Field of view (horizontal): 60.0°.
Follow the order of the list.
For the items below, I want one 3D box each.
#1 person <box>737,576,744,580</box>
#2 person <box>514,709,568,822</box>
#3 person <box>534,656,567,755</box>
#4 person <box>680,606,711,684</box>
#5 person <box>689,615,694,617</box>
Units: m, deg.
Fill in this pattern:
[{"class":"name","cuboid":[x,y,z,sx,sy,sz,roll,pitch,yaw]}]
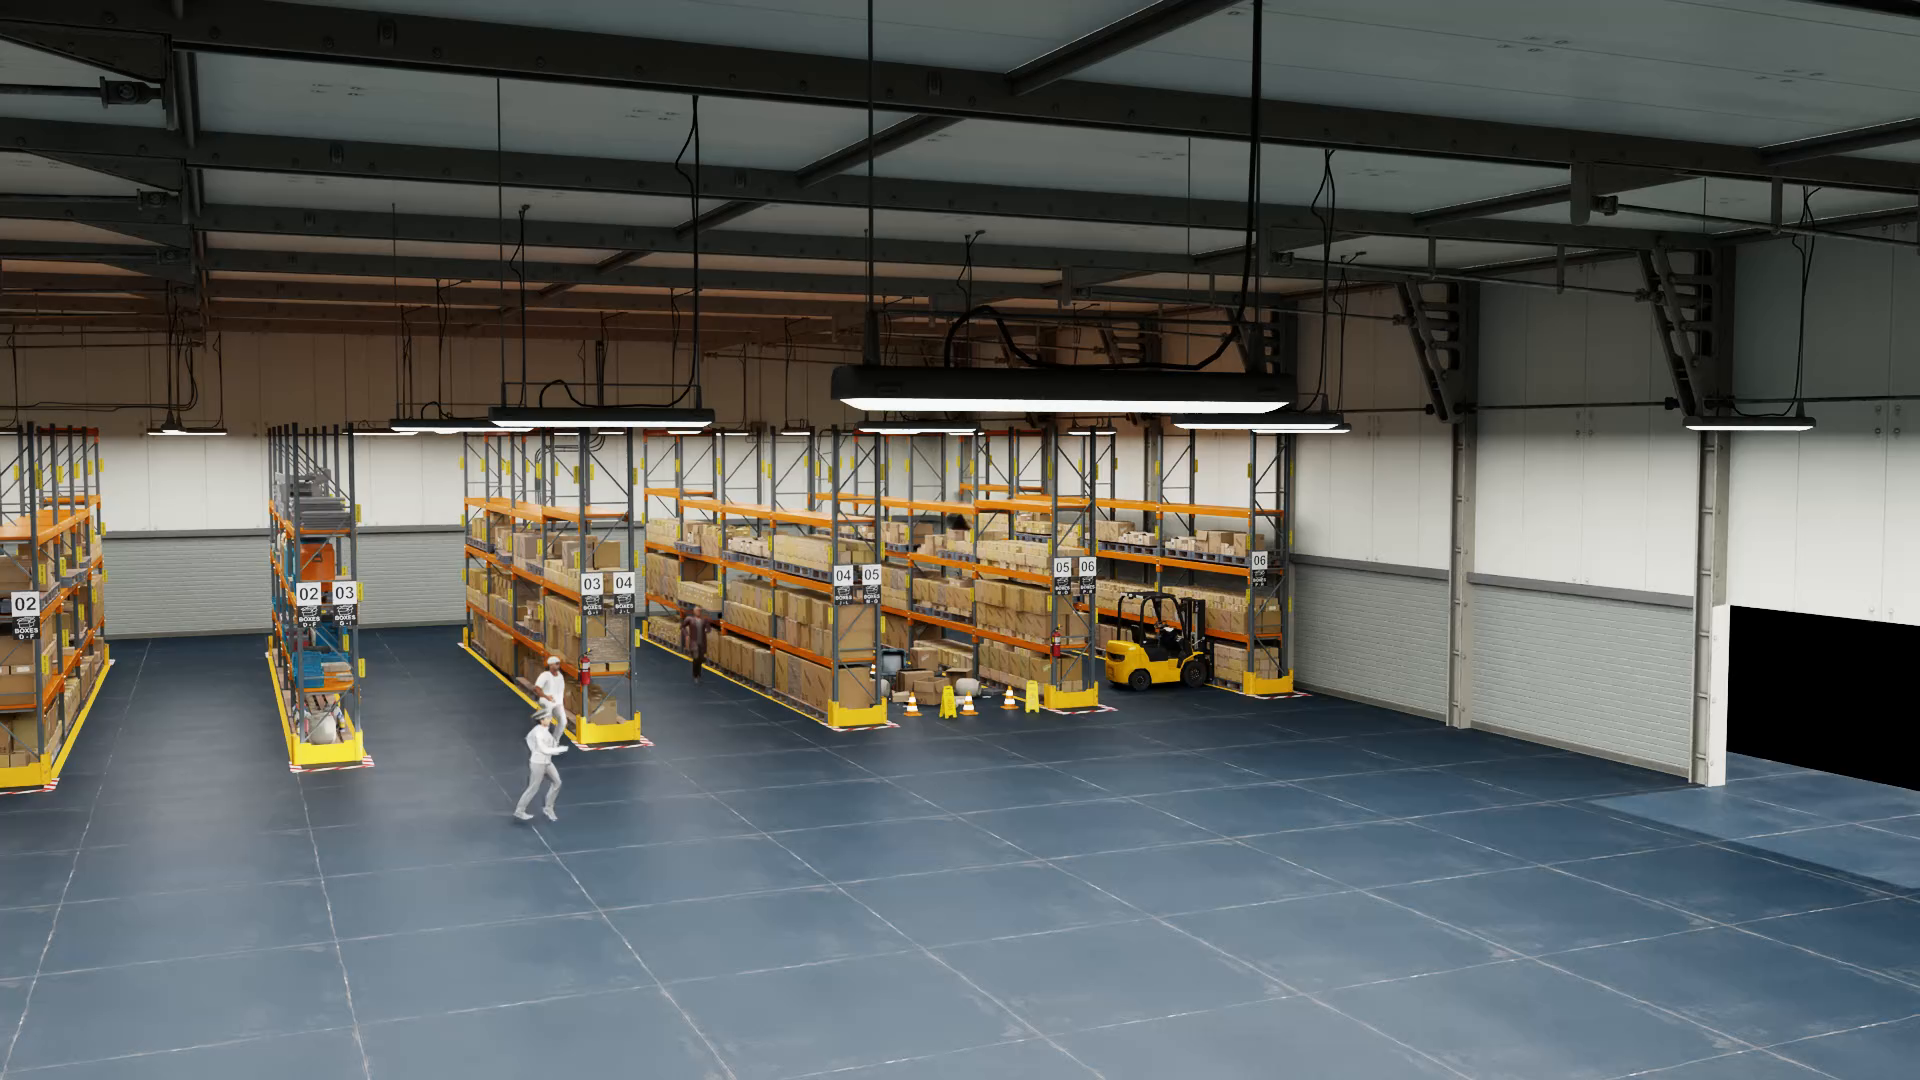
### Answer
[{"class":"person","cuboid":[-6.602,1.883,50.342,0.572,1.563,0.528,-1,4,-19]},{"class":"person","cuboid":[-6.240,3.368,24.788,0.806,1.735,0.573,0,3,-4]},{"class":"person","cuboid":[-7.441,3.011,30.326,0.684,1.780,0.762,3,4,37]},{"class":"person","cuboid":[-6.155,2.464,38.978,0.685,1.834,0.778,-2,4,-27]},{"class":"person","cuboid":[-7.848,1.874,49.556,0.657,1.635,0.581,-1,4,-19]}]
